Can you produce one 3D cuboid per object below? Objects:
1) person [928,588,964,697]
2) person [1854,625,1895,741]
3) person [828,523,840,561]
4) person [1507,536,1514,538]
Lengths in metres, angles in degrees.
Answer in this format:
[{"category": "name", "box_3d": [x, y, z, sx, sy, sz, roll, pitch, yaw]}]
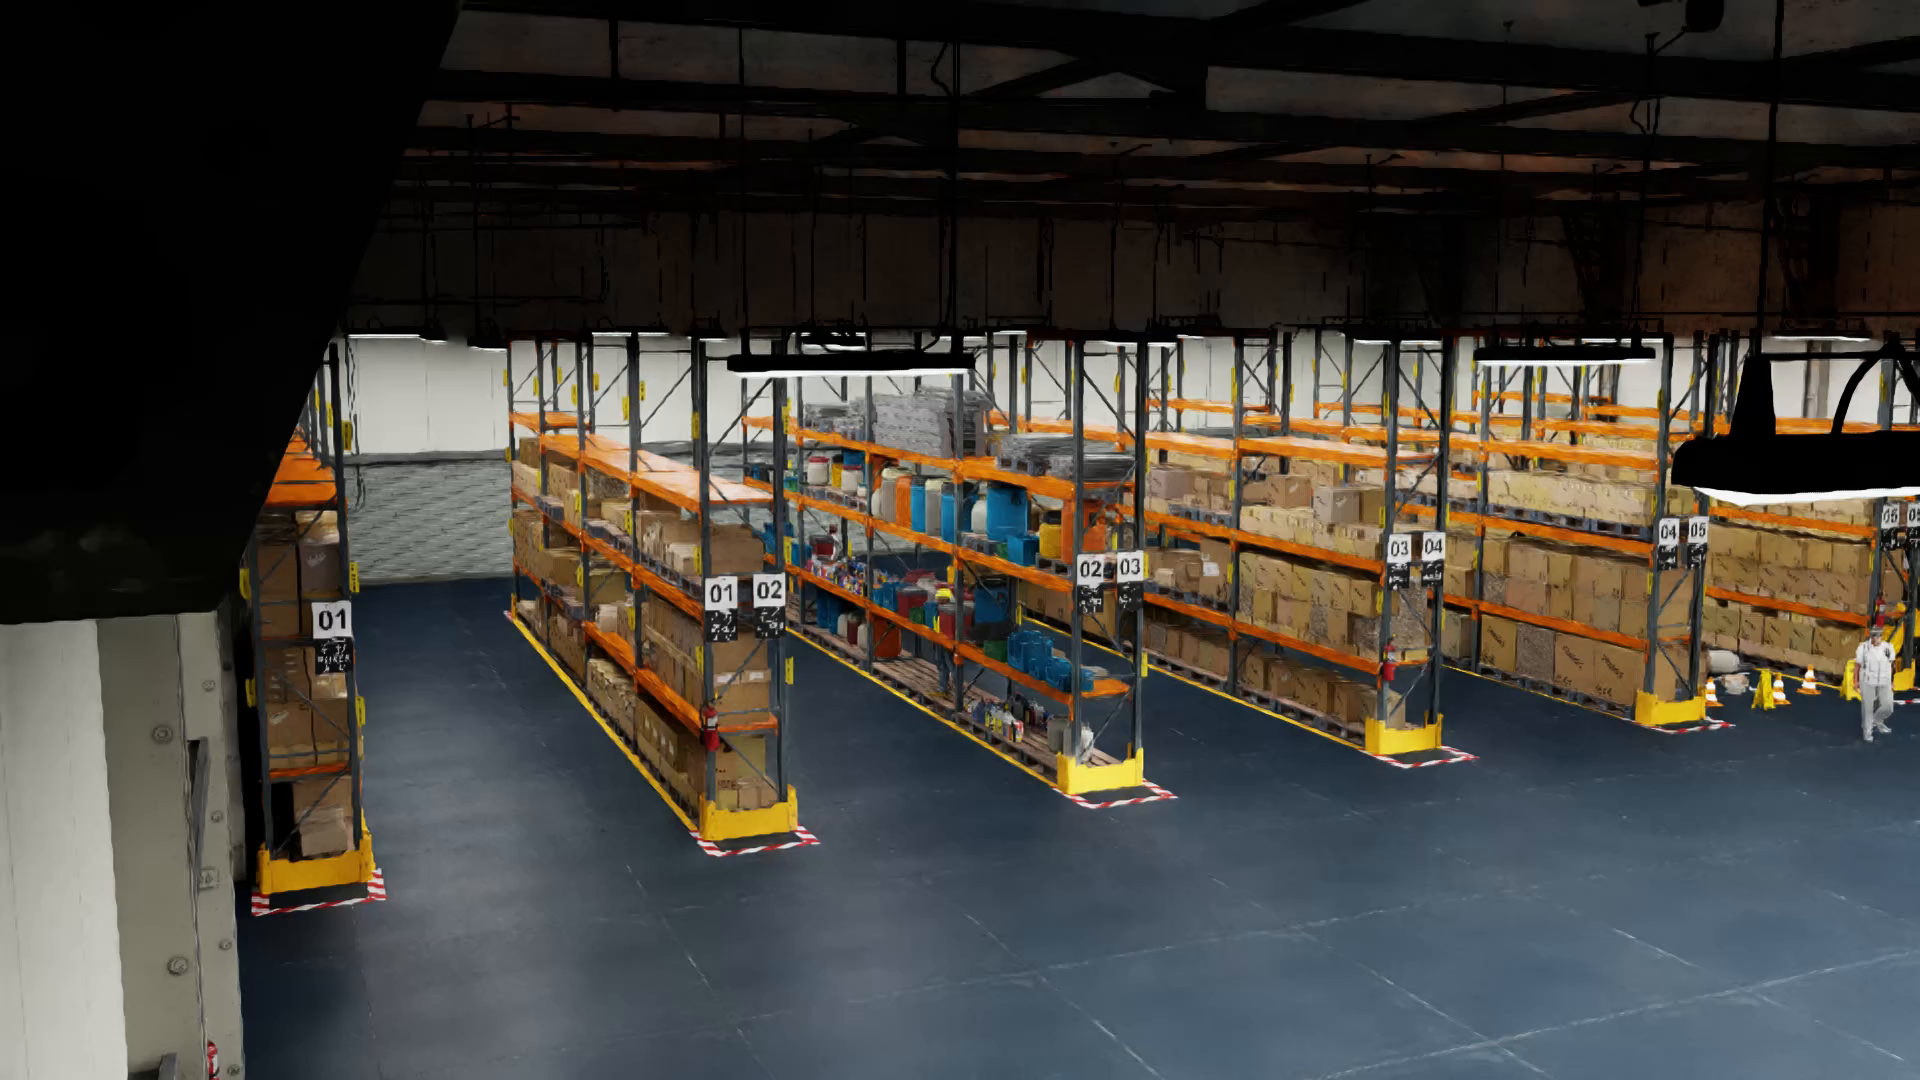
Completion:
[{"category": "person", "box_3d": [-0.216, 1.638, 26.539, 0.493, 1.769, 0.640, -5, 9, -30]}, {"category": "person", "box_3d": [13.642, 2.101, 24.812, 0.599, 1.752, 0.561, 2, 8, 14]}, {"category": "person", "box_3d": [-2.884, 0.420, 37.605, 0.391, 1.600, 0.511, 0, 8, -3]}, {"category": "person", "box_3d": [11.248, 0.792, 34.156, 0.642, 1.773, 0.691, 0, 8, 1]}]
